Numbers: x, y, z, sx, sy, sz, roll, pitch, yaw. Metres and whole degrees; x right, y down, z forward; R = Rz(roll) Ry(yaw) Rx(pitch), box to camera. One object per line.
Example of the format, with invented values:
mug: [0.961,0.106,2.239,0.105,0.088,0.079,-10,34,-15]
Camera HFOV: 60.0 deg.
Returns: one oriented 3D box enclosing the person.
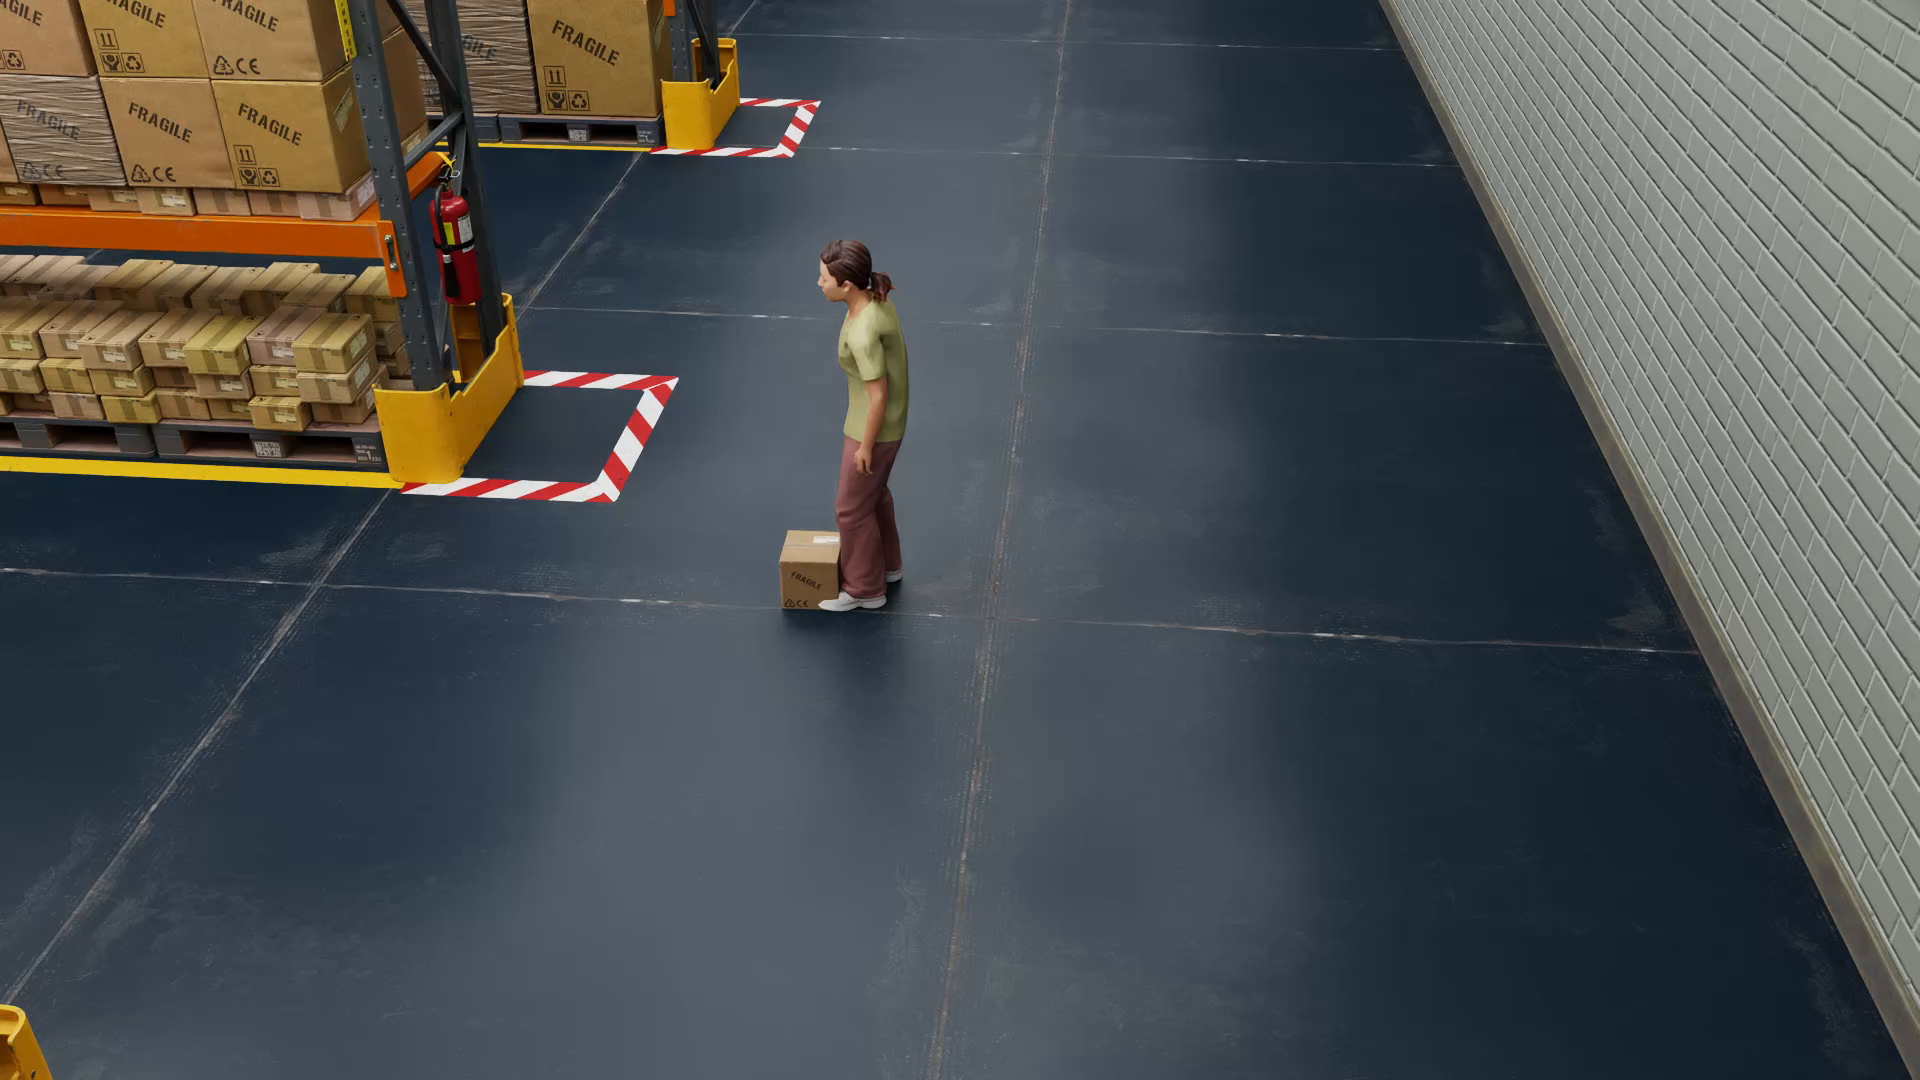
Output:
person: [-0.418,-0.463,6.878,0.416,1.671,0.509,1,32,1]
